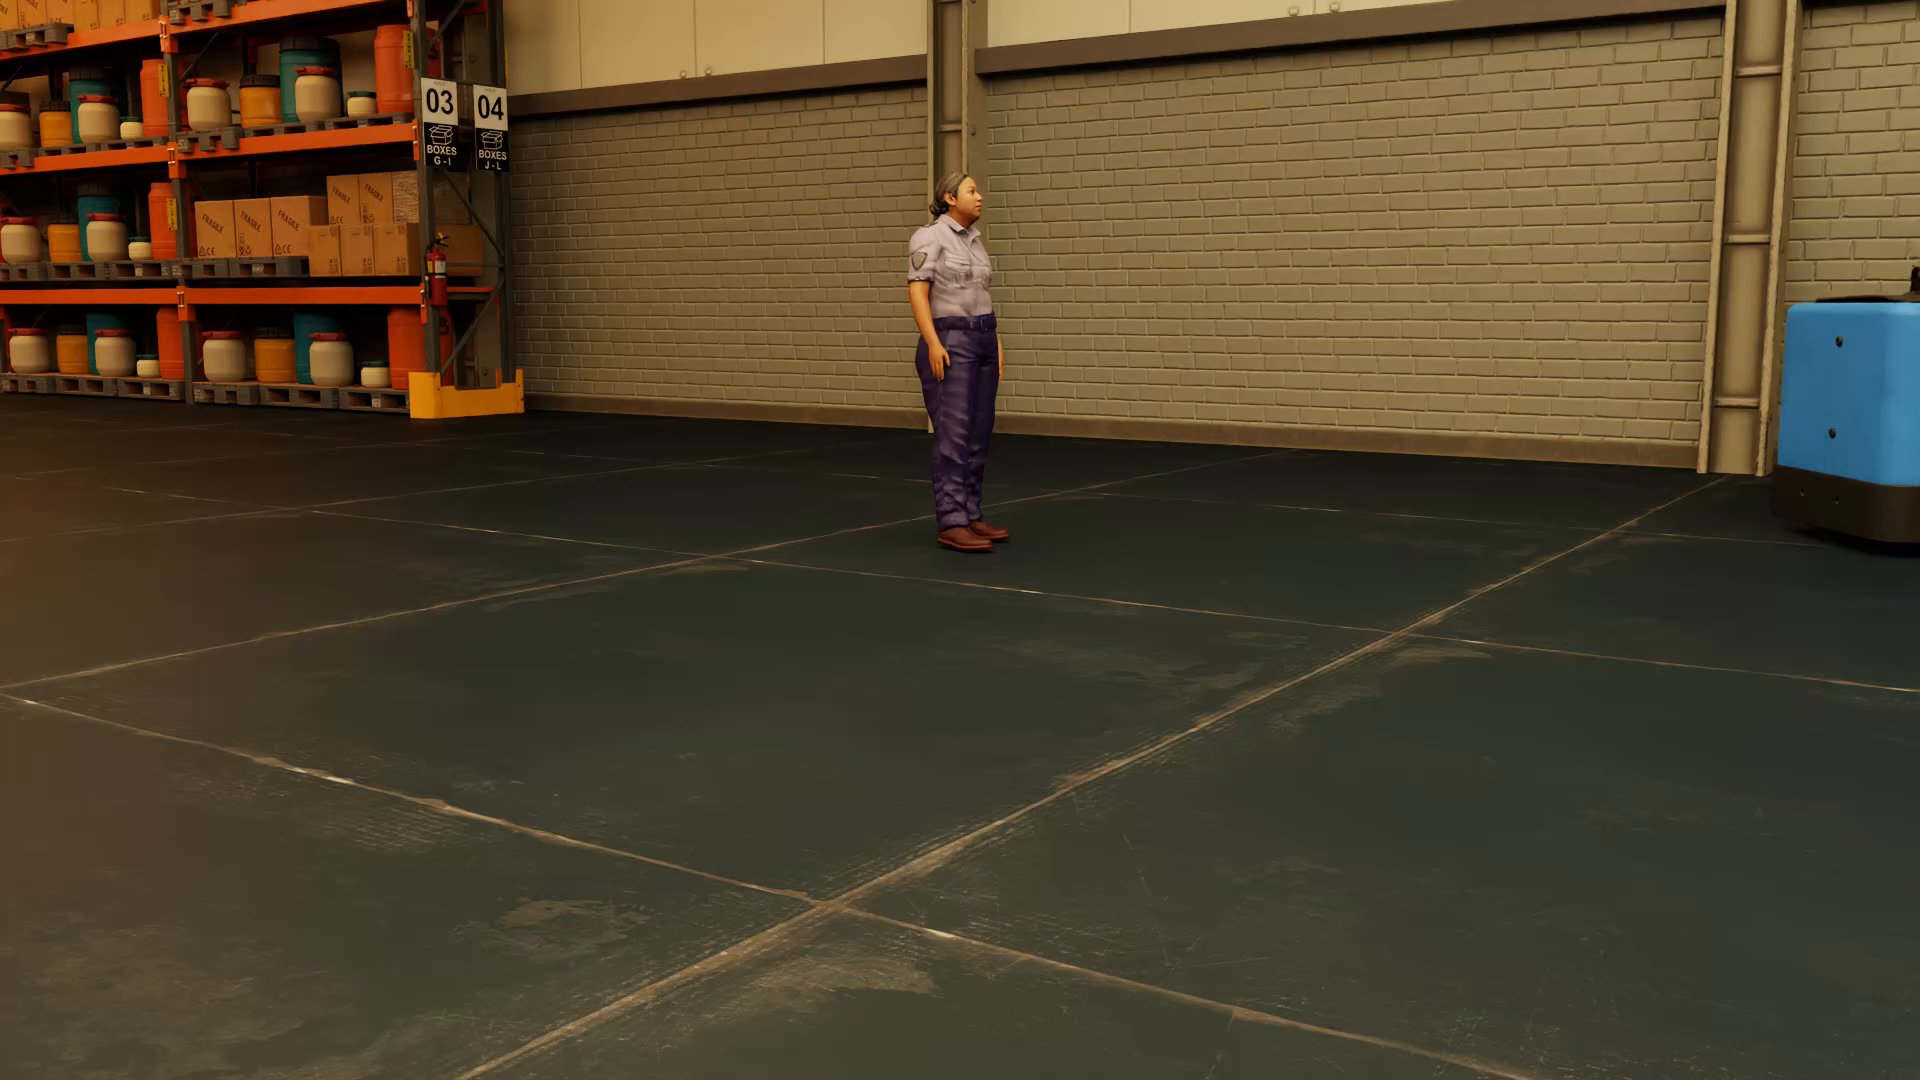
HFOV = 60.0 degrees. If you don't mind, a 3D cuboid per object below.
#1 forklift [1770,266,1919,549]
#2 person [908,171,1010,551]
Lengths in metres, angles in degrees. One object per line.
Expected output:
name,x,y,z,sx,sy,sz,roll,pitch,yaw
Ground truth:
forklift,5.394,-1.442,7.334,3.031,2.935,1.130,0,8,0
person,0.062,-0.813,7.418,0.502,1.651,0.598,5,10,34
